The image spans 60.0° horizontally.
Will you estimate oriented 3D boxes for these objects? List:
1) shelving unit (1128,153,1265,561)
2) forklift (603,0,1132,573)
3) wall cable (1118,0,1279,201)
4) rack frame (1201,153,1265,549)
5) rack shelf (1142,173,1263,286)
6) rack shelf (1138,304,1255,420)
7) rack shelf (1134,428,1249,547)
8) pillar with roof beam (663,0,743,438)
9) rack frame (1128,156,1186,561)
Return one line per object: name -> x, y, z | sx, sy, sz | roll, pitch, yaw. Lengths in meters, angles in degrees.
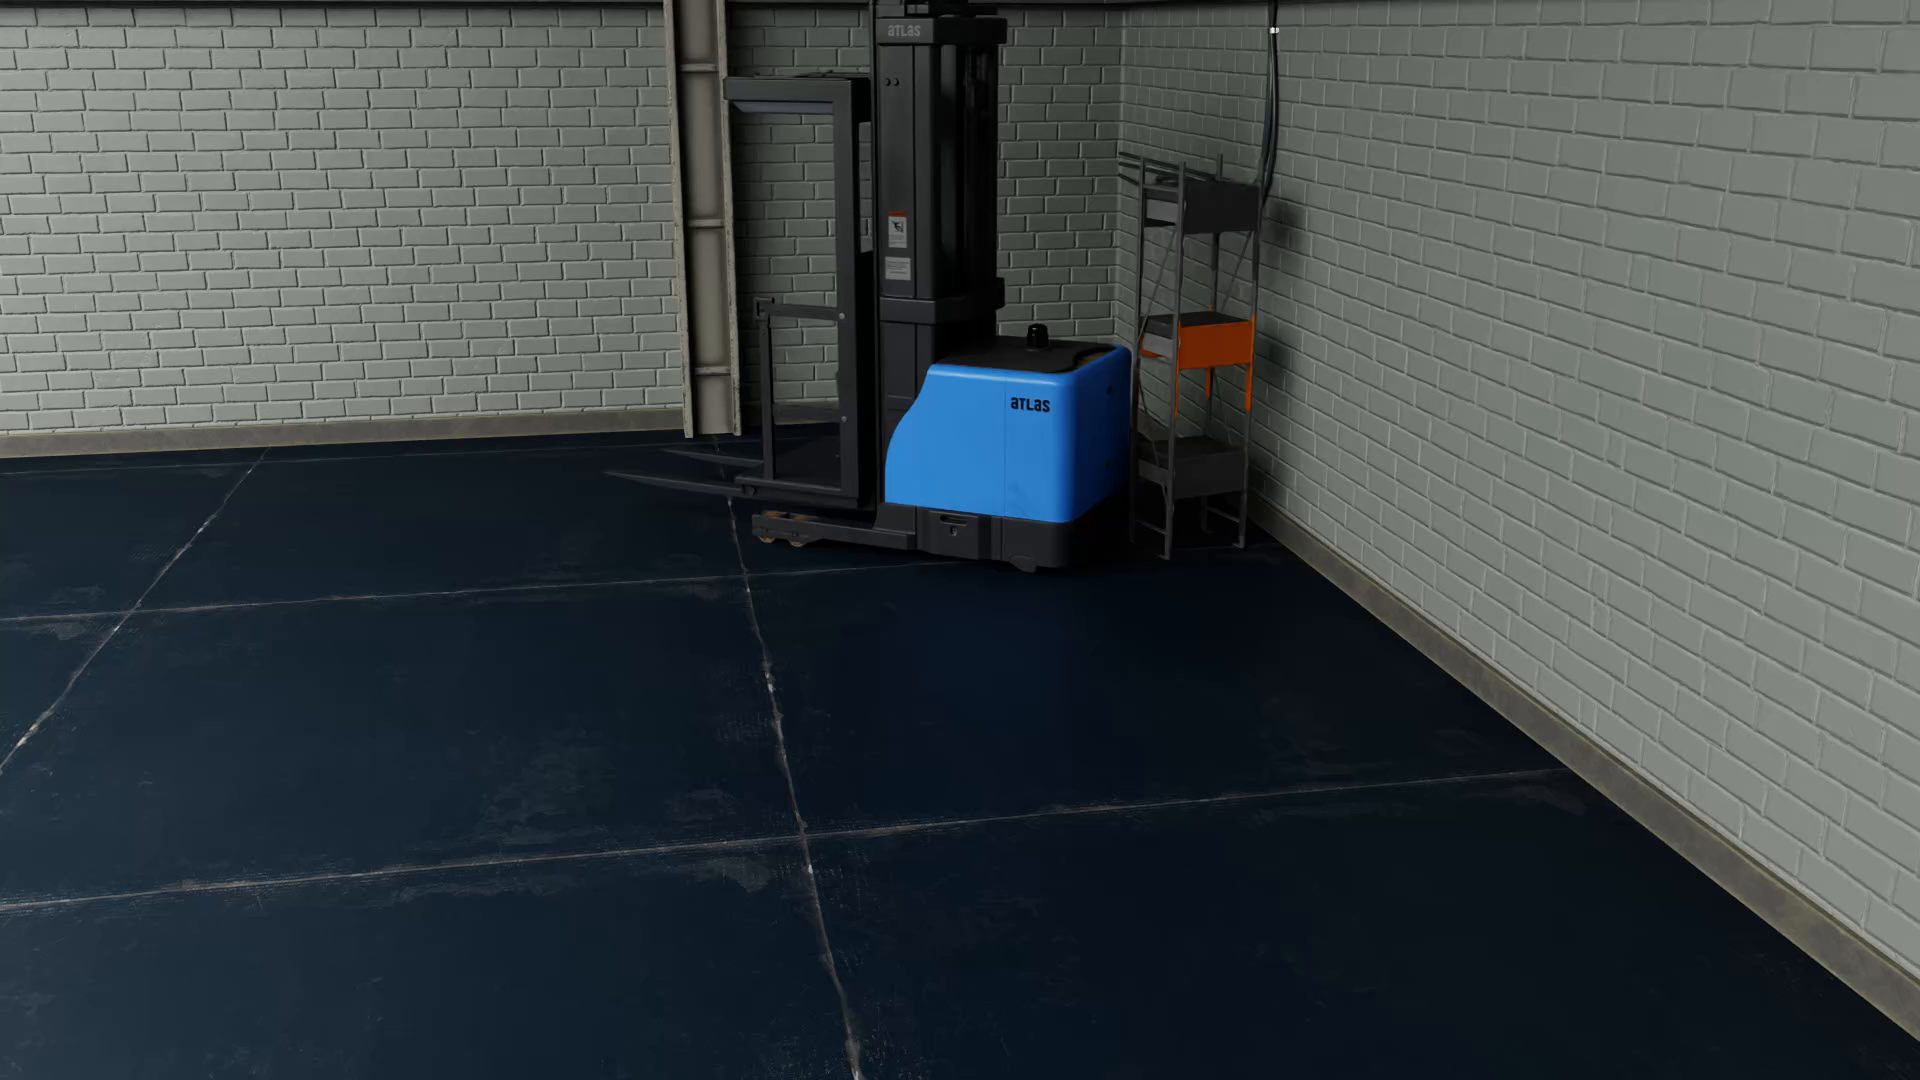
shelving unit -> 1.253, -0.976, 8.915 | 0.503, 2.100, 0.431 | -8, 19, -26
forklift -> -0.604, -1.499, 9.199 | 3.031, 2.935, 1.130 | 8, 19, 23
wall cable -> 1.387, -3.372, 10.252 | 0.112, 2.526, 3.097 | -3, 17, -10
rack frame -> 1.470, -1.009, 9.020 | 0.015, 2.100, 0.400 | -8, 19, -26
rack shelf -> 1.253, -1.633, 8.713 | 0.480, 0.518, 0.431 | -8, 19, -26
rack shelf -> 1.253, -0.963, 8.919 | 0.480, 0.518, 0.431 | -8, 19, -26
rack shelf -> 1.253, -0.294, 9.124 | 0.480, 0.518, 0.431 | -8, 19, -26
pillar with roof beam -> -0.940, -3.832, 6.463 | 0.400, 9.000, 9.100 | -3, 17, -10
rack frame -> 1.035, -0.944, 8.810 | 0.015, 2.100, 0.400 | -8, 19, -26
